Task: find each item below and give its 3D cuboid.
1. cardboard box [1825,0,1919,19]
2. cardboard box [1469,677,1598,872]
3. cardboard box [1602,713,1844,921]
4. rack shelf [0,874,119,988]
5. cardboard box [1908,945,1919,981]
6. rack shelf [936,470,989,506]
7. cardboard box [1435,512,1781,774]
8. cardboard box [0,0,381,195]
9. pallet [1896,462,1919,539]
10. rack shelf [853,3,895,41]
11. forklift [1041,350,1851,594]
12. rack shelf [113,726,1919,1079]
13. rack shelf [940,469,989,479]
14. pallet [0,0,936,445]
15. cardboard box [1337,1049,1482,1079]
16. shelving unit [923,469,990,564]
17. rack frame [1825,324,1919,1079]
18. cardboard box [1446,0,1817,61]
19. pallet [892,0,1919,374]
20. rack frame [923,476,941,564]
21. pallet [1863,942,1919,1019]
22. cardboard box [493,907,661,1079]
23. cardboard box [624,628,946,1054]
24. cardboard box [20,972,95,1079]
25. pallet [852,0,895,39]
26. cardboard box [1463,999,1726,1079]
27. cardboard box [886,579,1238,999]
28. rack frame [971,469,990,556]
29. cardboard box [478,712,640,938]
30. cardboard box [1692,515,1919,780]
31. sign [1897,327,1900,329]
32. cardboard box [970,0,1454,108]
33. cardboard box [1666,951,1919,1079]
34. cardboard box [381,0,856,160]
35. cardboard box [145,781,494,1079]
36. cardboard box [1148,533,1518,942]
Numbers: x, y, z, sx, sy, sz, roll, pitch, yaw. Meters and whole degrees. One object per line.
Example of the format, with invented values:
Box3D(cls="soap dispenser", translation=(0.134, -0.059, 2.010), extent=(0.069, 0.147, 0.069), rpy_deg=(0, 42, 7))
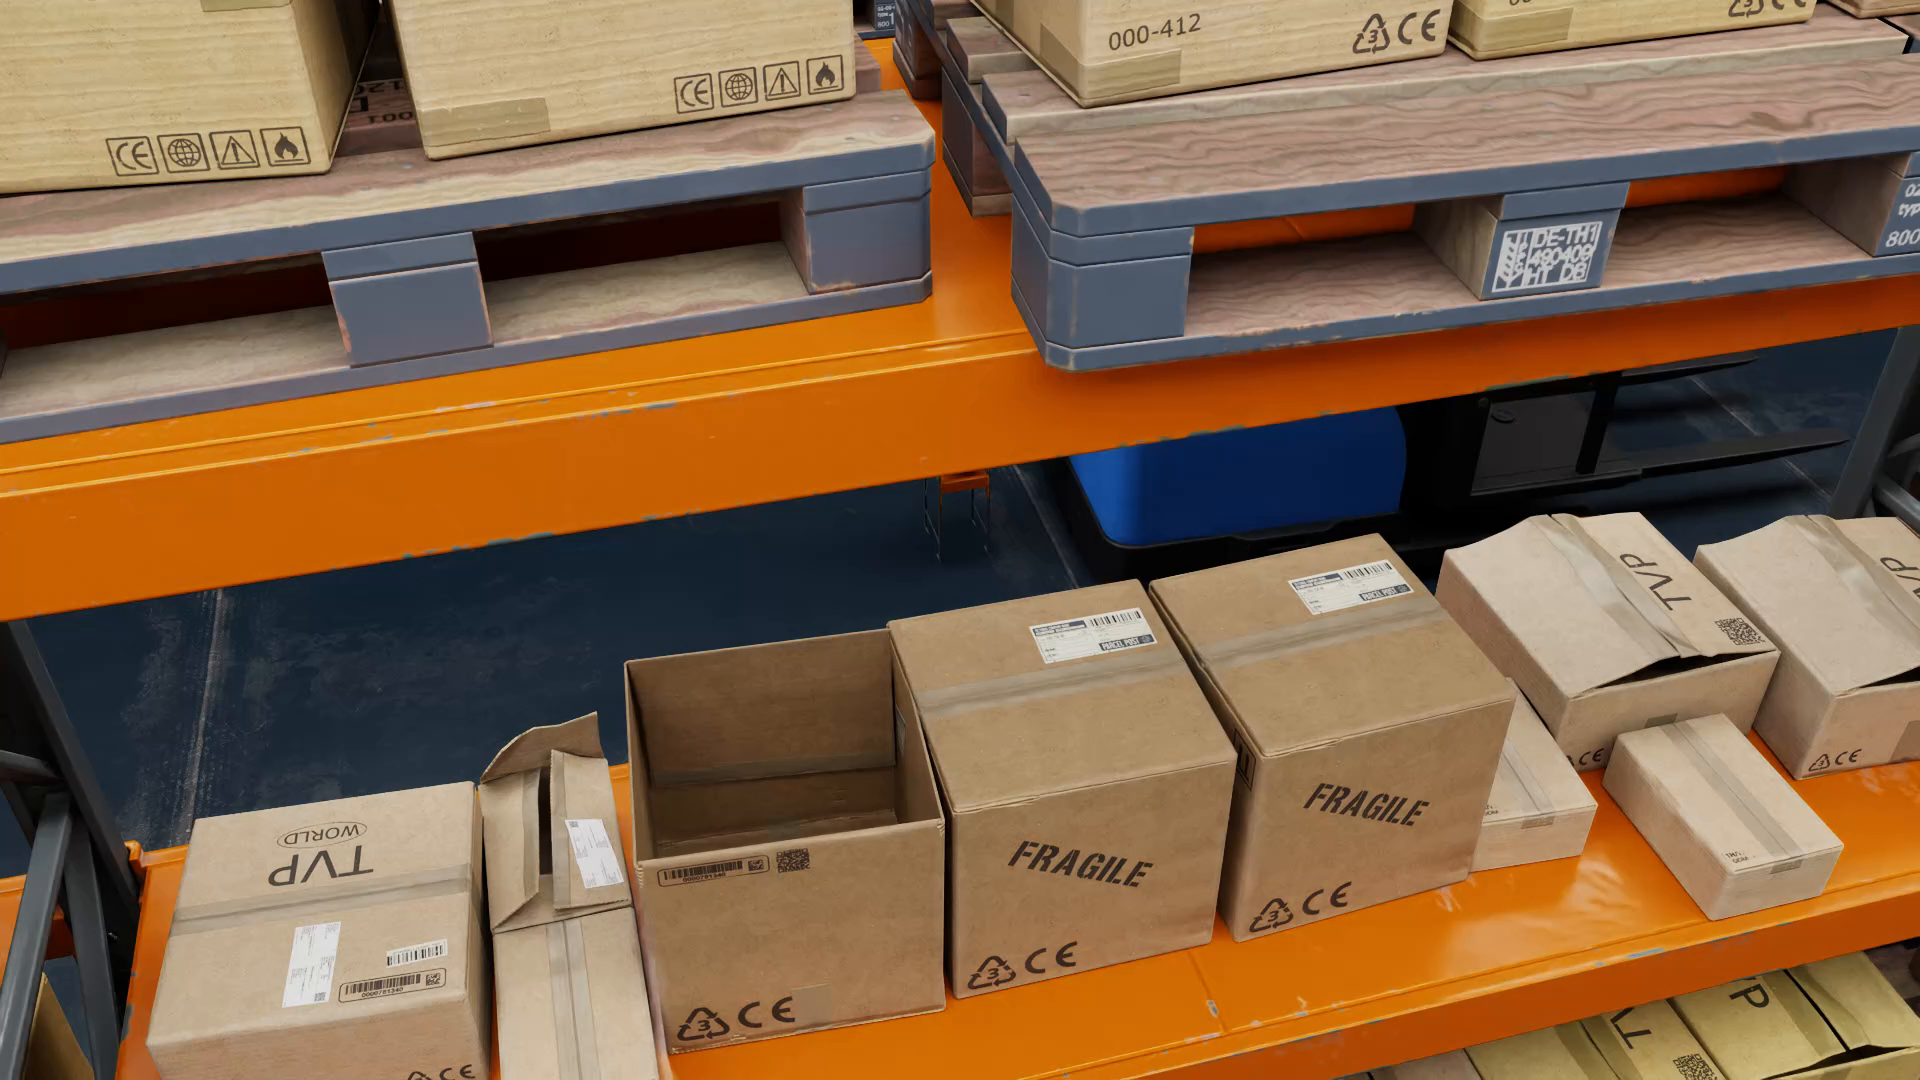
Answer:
Box3D(cls="cardboard box", translation=(1.367, -0.966, 2.353), extent=(0.500, 0.250, 0.500), rpy_deg=(-8, 38, -11))
Box3D(cls="cardboard box", translation=(1.075, 0.469, 3.374), extent=(0.250, 0.149, 0.380), rpy_deg=(-7, 38, -9))
Box3D(cls="cardboard box", translation=(1.495, 0.539, 3.284), extent=(0.250, 0.149, 0.380), rpy_deg=(-9, 38, -12))
Box3D(cls="rack shelf", translation=(-3.501, 1.371, 2.582), extent=(4.000, 0.370, 1.077), rpy_deg=(-9, 38, -12))
Box3D(cls="cardboard box", translation=(2.805, 1.048, 4.106), extent=(0.500, 0.500, 0.500), rpy_deg=(-8, 38, -10))
Box3D(cls="rack shelf", translation=(-0.014, -0.248, 6.055), extent=(0.180, 0.103, 0.258), rpy_deg=(-9, 38, -12))
Box3D(cls="cardboard box", translation=(1.377, 0.198, 3.596), extent=(0.500, 0.311, 0.500), rpy_deg=(-10, 38, -12))
Box3D(cls="cardboard box", translation=(-0.973, -0.623, 1.904), extent=(0.500, 0.250, 0.500), rpy_deg=(-6, 38, -7))
Box3D(cls="pallet", translation=(2.927, 0.062, 3.858), extent=(1.003, 0.211, 1.213), rpy_deg=(-9, 38, -12))
Box3D(cls="rack shelf", translation=(-0.935, -2.168, 7.208), extent=(4.000, 0.370, 1.077), rpy_deg=(-9, 38, -12))
Box3D(cls="forklift", translation=(1.881, -1.382, 5.644), extent=(3.031, 2.935, 1.130), rpy_deg=(-8, 38, -10))
Box3D(cls="rack shelf", translation=(0.360, 0.737, 3.410), extent=(4.000, 0.370, 1.077), rpy_deg=(-9, 38, -12))
Box3D(cls="rack shelf", translation=(-0.014, -0.344, 5.982), extent=(0.180, 0.103, 0.258), rpy_deg=(-9, 38, -12))
Box3D(cls="pallet", translation=(-0.722, -0.495, 2.116), extent=(1.217, 0.209, 0.805), rpy_deg=(-11, 39, -14))
Box3D(cls="cardboard box", translation=(0.862, 1.229, 3.631), extent=(0.500, 0.311, 0.500), rpy_deg=(-10, 38, -12))
Box3D(cls="shelving unit", translation=(-0.014, -0.474, 5.882), extent=(0.189, 1.200, 0.258), rpy_deg=(-9, 38, -12))
Box3D(cls="rack frame", translation=(2.291, 0.134, 3.605), extent=(0.127, 3.000, 1.000), rpy_deg=(-9, 38, -12))
Box3D(cls="cardboard box", translation=(0.811, -0.882, 2.243), extent=(0.500, 0.250, 0.500), rpy_deg=(-10, 39, -13))
Box3D(cls="pallet", translation=(0.580, -0.643, 2.308), extent=(1.213, 0.211, 1.003), rpy_deg=(-8, 38, -10))
Box3D(cls="rack frame", translation=(-0.102, -0.460, 5.863), extent=(0.006, 1.200, 0.240), rpy_deg=(-9, 38, -12))
Box3D(cls="pallet", translation=(3.022, 1.146, 4.578), extent=(1.213, 0.211, 1.003), rpy_deg=(-9, 38, -12))
Box3D(cls="cardboard box", translation=(-0.662, 0.847, 2.880), extent=(0.250, 0.149, 0.380), rpy_deg=(-9, 38, -12))
Box3D(cls="cardboard box", translation=(-0.316, 0.533, 3.002), extent=(0.500, 0.500, 0.500), rpy_deg=(-7, 38, -9))
Box3D(cls="cardboard box", translation=(-2.100, 1.285, 3.401), extent=(0.500, 0.500, 0.500), rpy_deg=(-9, 38, -12))
Box3D(cls="pallet", translation=(-0.904, -2.357, 7.020), extent=(1.213, 0.211, 1.003), rpy_deg=(-9, 38, -12))
Box3D(cls="cardboard box", translation=(1.350, 1.151, 3.733), extent=(0.500, 0.311, 0.500), rpy_deg=(-10, 39, -13))
Box3D(cls="cardboard box", translation=(0.167, 0.453, 3.106), extent=(0.500, 0.500, 0.500), rpy_deg=(-9, 38, -12))
Box3D(cls="rack frame", translation=(0.074, -0.489, 5.901), extent=(0.006, 1.200, 0.240), rpy_deg=(-9, 38, -12))
Box3D(cls="cardboard box", translation=(-0.770, 0.574, 3.141), extent=(0.258, 0.266, 0.396), rpy_deg=(-10, 39, -13))
Box3D(cls="cardboard box", translation=(1.929, 0.202, 3.591), extent=(0.500, 0.311, 0.500), rpy_deg=(-7, 38, -9))
Box3D(cls="sign", translation=(2.141, -0.611, 3.692), extent=(0.005, 0.325, 0.100), rpy_deg=(-9, 38, -12))
Box3D(cls="cardboard box", translation=(0.291, -0.797, 2.133), extent=(0.500, 0.250, 0.500), rpy_deg=(-12, 39, -16))
Box3D(cls="cardboard box", translation=(1.850, 1.064, 3.846), extent=(0.500, 0.311, 0.500), rpy_deg=(-8, 38, -11))
Box3D(cls="cardboard box", translation=(-0.444, -0.711, 2.020), extent=(0.500, 0.250, 0.500), rpy_deg=(-13, 39, -16))
Box3D(cls="cardboard box", translation=(-1.107, 0.724, 2.958), extent=(0.500, 0.250, 0.500), rpy_deg=(-7, 38, -9))
Box3D(cls="cardboard box", translation=(0.676, 0.370, 3.215), extent=(0.500, 0.500, 0.500), rpy_deg=(-11, 39, -14))
